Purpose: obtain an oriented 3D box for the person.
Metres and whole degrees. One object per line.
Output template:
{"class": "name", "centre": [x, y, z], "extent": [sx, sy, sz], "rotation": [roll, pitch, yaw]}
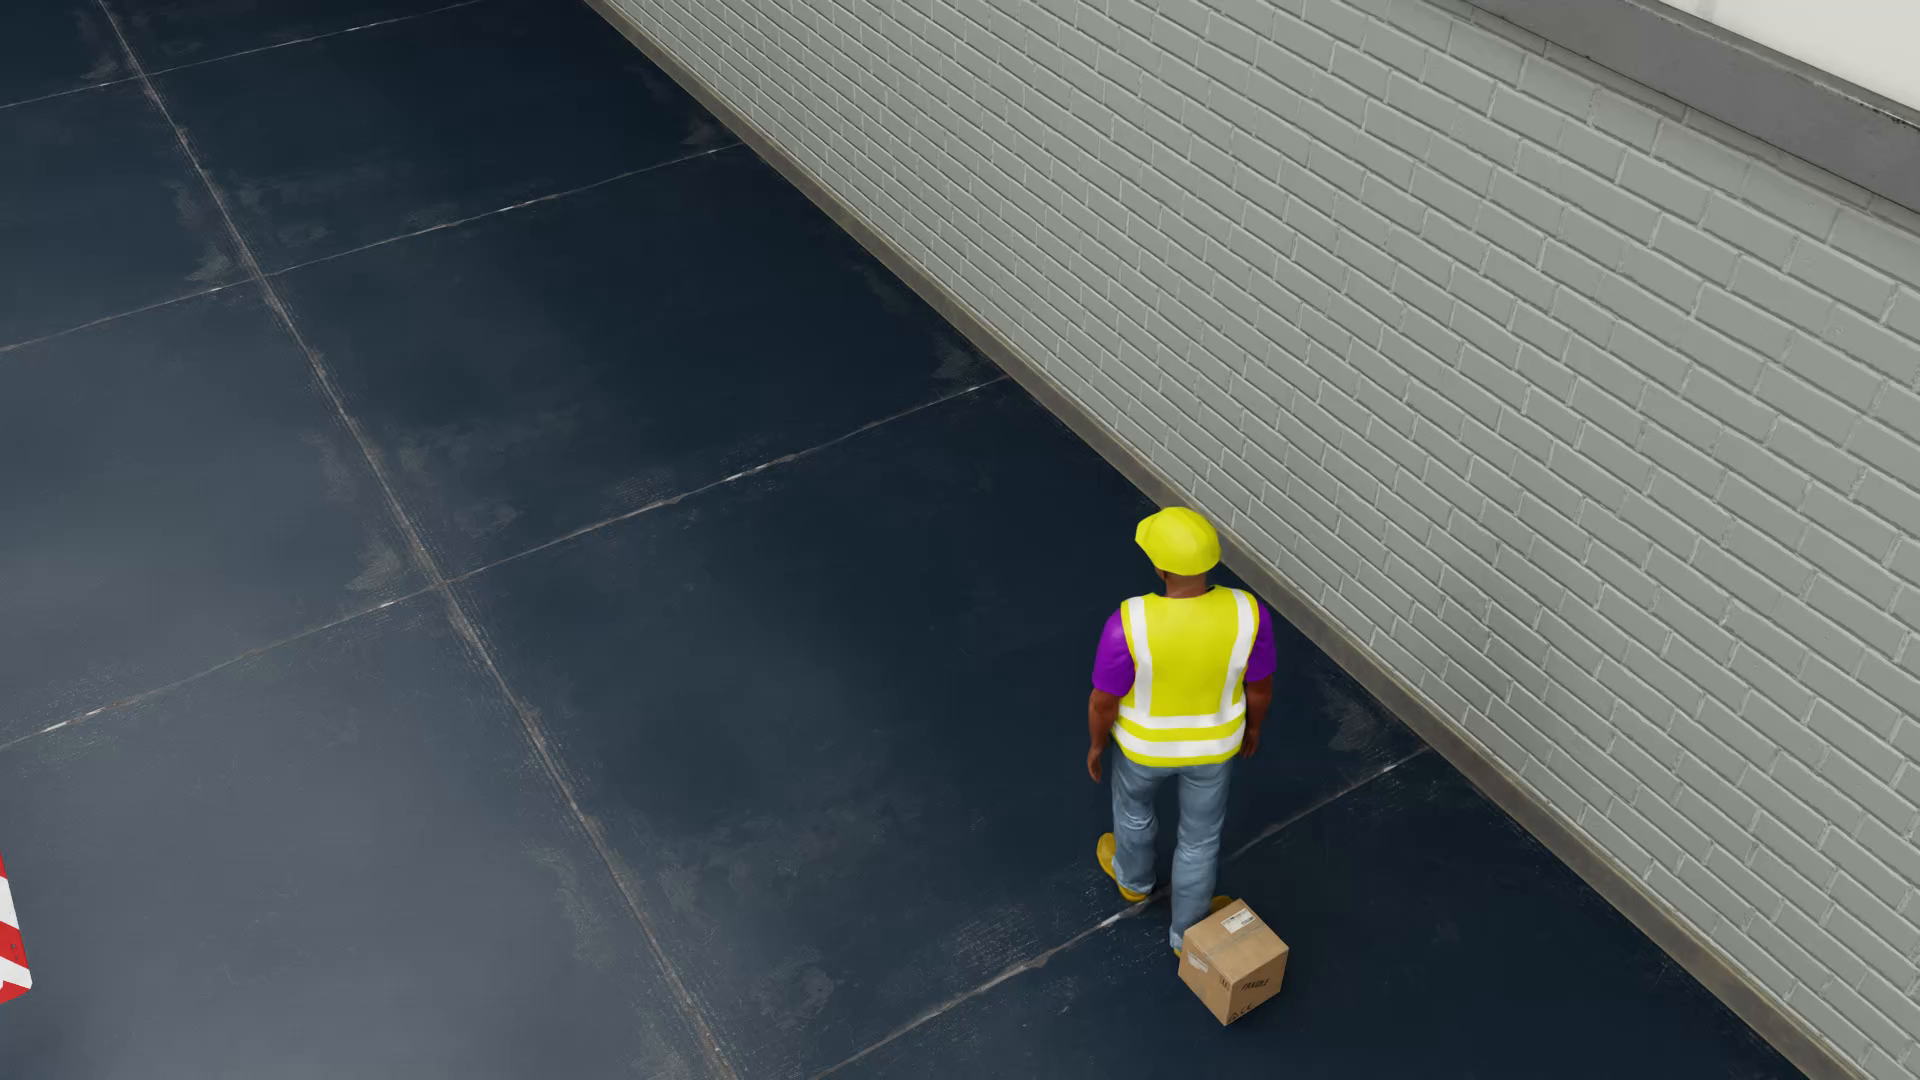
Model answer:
{"class": "person", "centre": [0.698, 0.631, 5.401], "extent": [0.588, 1.765, 0.571], "rotation": [0, 41, 0]}
